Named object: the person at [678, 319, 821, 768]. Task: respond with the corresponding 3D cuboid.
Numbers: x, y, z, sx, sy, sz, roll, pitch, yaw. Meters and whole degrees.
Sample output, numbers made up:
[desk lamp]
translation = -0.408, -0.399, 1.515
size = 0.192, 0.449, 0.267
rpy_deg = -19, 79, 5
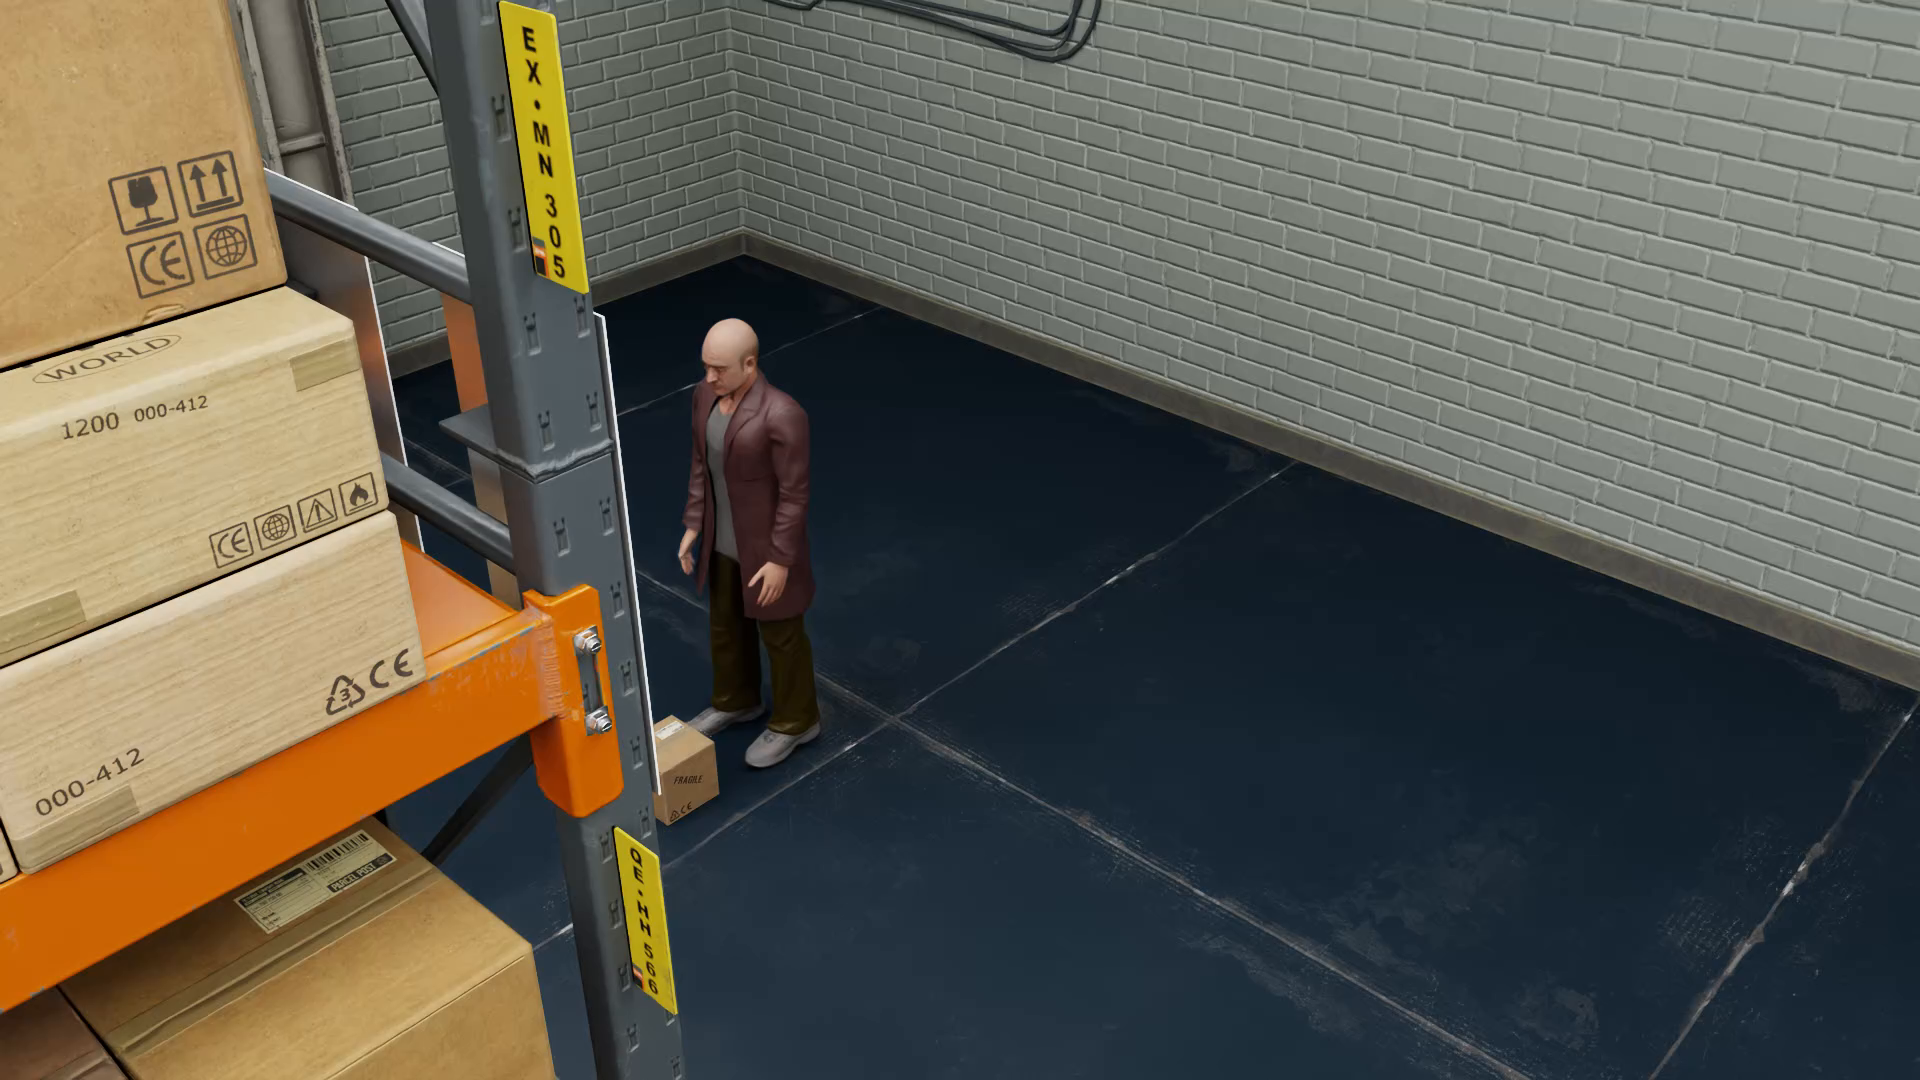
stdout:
[person]
translation = -0.787, 0.033, 6.102
size = 0.572, 1.806, 0.430
rpy_deg = 25, 39, 35
